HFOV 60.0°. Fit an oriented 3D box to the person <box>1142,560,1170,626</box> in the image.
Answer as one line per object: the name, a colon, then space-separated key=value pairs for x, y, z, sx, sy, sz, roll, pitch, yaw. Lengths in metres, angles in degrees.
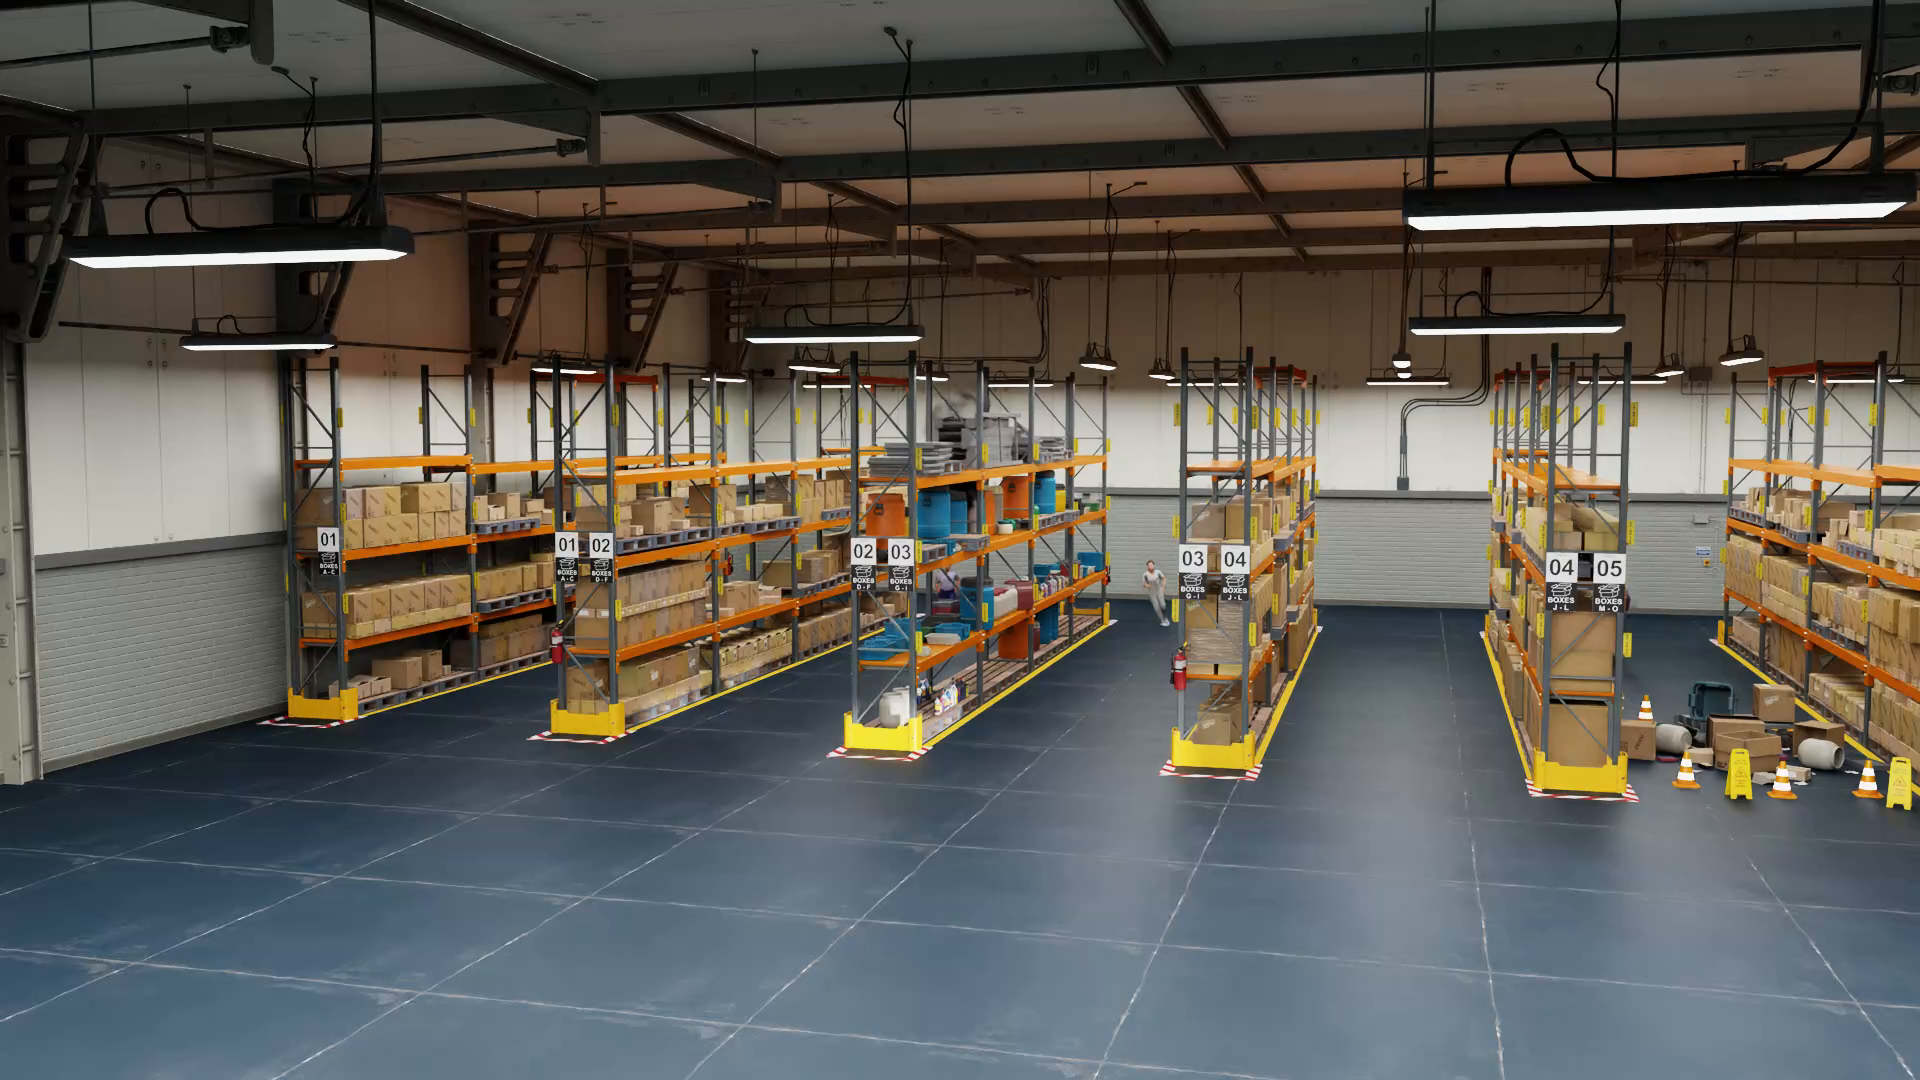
person: x=4.687 y=1.278 z=39.770 sx=0.679 sy=1.585 sz=0.574 roll=0 pitch=4 yaw=3

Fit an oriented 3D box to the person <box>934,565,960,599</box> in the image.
person: x=-0.305 y=1.313 z=39.396 sx=0.608 sy=1.626 sz=0.780 roll=0 pitch=4 yaw=1

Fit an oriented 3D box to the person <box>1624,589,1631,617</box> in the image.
person: x=13.437 y=1.563 z=34.357 sx=0.704 sy=1.761 sz=1.049 roll=1 pitch=4 yaw=12
